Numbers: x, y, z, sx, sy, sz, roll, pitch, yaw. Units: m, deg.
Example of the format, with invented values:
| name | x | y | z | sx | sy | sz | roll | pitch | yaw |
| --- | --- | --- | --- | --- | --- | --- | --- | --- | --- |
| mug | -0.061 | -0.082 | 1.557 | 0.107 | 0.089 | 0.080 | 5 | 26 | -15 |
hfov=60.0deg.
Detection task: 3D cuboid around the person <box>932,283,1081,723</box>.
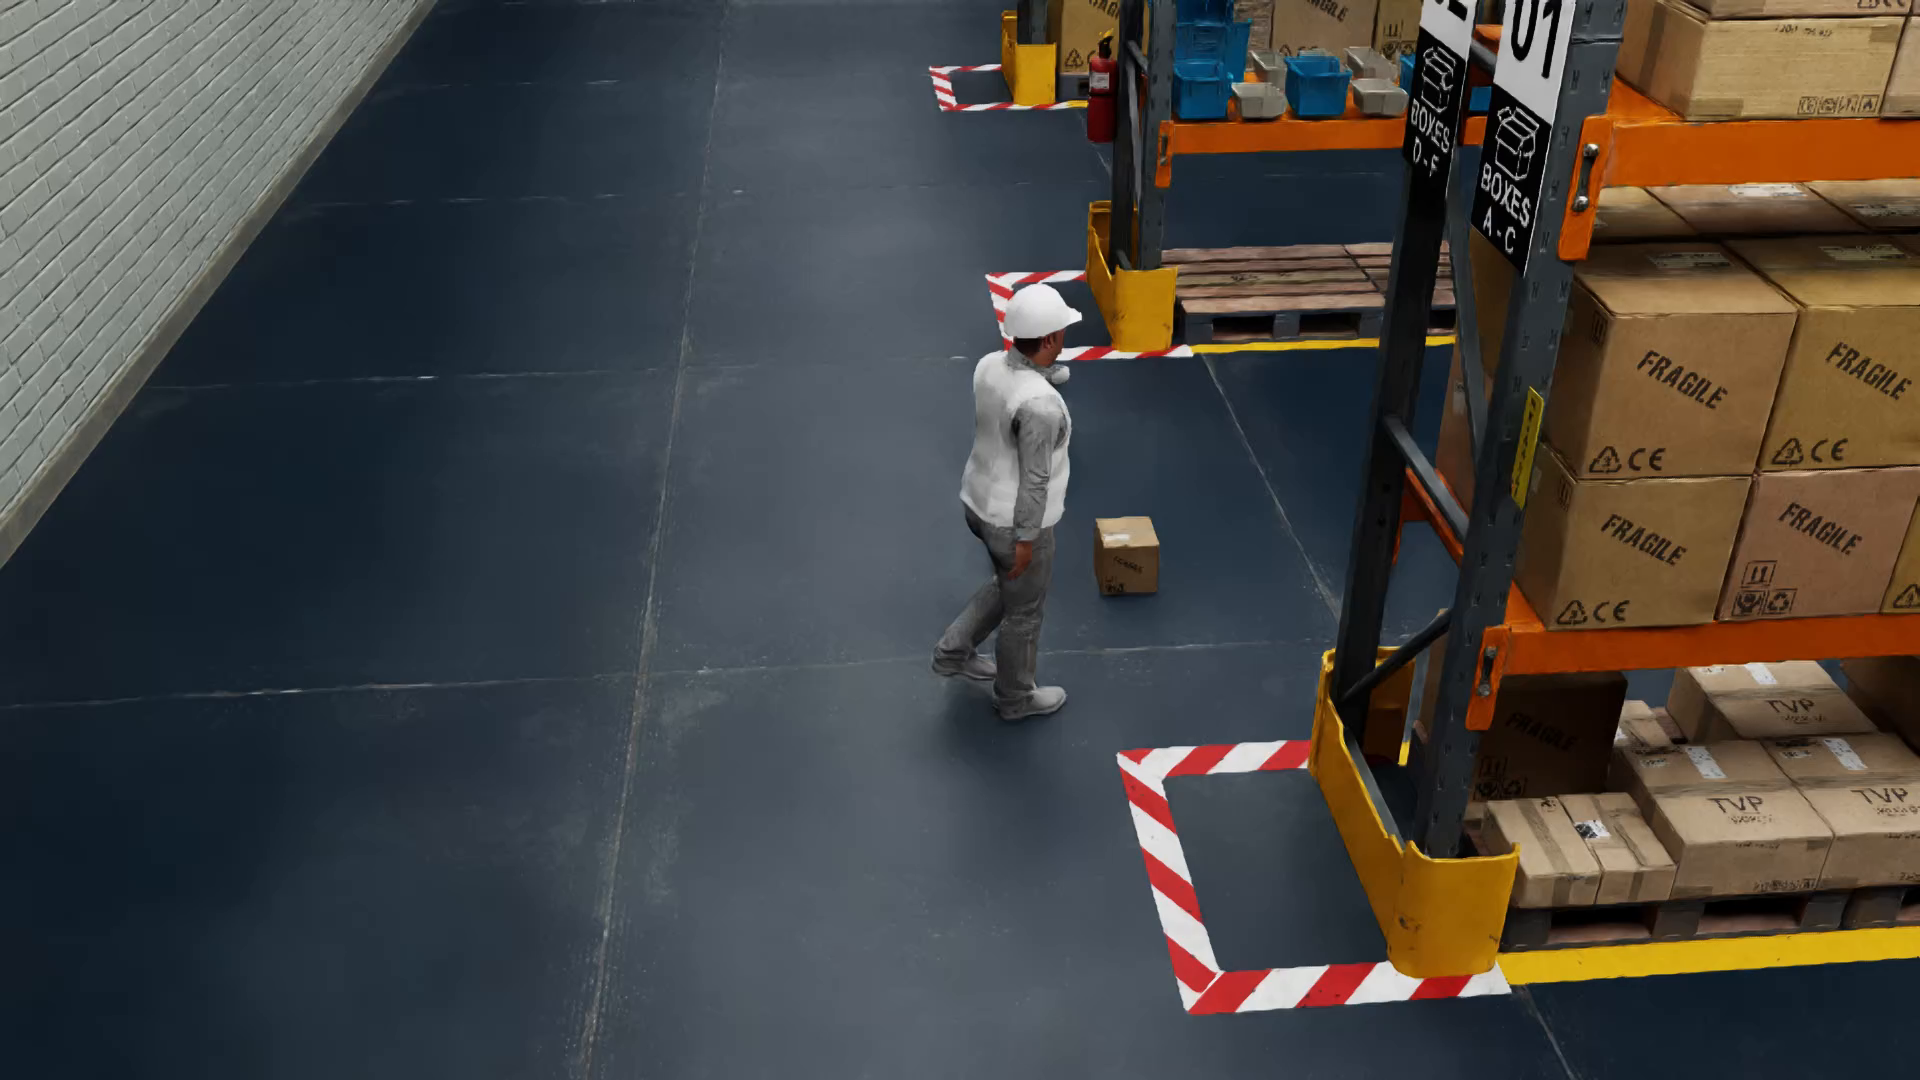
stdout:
| name | x | y | z | sx | sy | sz | roll | pitch | yaw |
| --- | --- | --- | --- | --- | --- | --- | --- | --- | --- |
| person | 0.188 | -0.111 | 6.293 | 0.540 | 1.768 | 0.553 | -13 | 33 | -21 |
